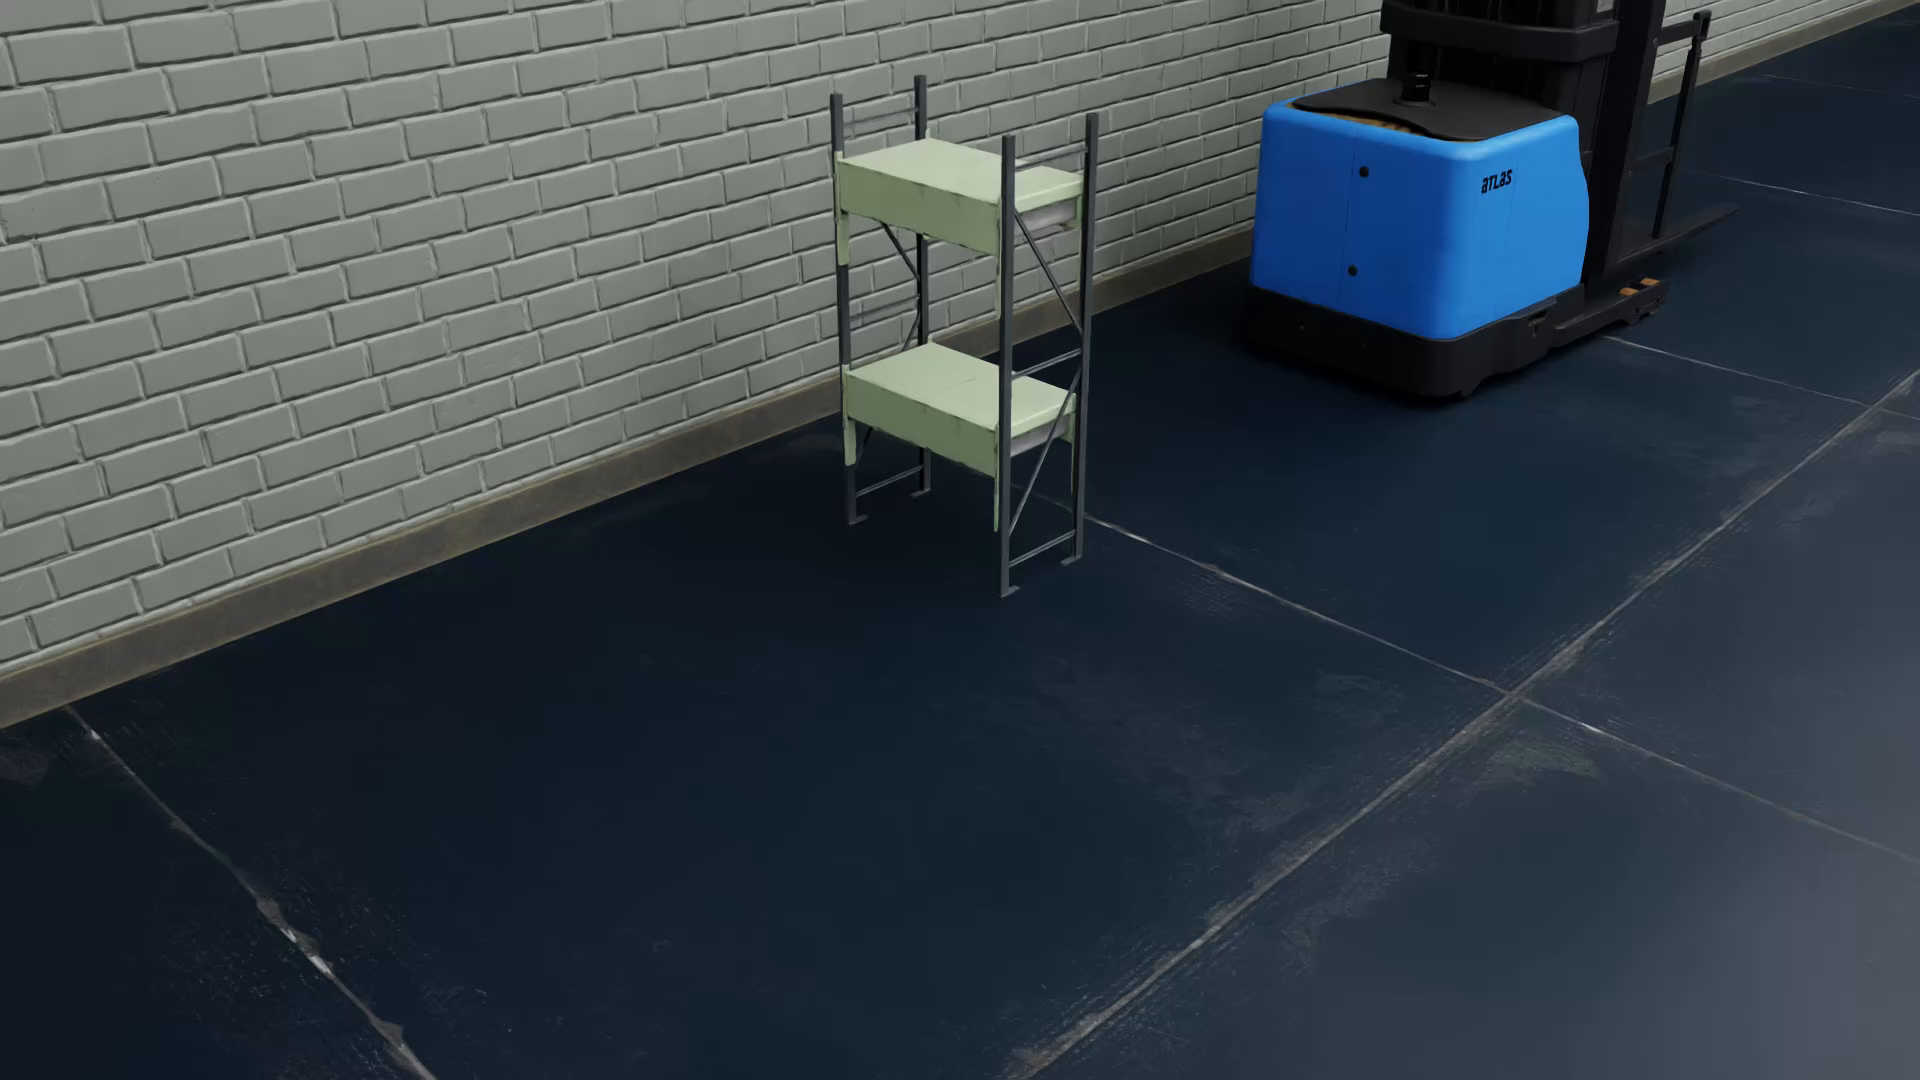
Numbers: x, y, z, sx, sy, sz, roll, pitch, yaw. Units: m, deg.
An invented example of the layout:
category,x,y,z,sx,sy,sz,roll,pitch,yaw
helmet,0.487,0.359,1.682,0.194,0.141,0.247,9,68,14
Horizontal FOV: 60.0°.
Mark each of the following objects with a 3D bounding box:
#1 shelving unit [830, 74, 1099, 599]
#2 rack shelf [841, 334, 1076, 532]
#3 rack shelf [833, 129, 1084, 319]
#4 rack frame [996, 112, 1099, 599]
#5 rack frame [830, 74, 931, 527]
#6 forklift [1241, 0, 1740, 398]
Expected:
category,x,y,z,sx,sy,sz,roll,pitch,yaw
shelving unit,0.005,-0.662,5.397,0.755,1.500,0.431,25,36,38
rack shelf,0.005,-0.373,5.549,0.720,0.370,0.431,25,36,38
rack shelf,0.005,-1.007,5.215,0.720,0.370,0.431,25,36,38
rack frame,0.266,-0.542,5.170,0.023,1.500,0.400,25,36,38
rack frame,-0.256,-0.781,5.624,0.023,1.500,0.400,25,36,38
forklift,2.662,-2.446,7.253,3.031,2.935,1.130,-23,36,-37
